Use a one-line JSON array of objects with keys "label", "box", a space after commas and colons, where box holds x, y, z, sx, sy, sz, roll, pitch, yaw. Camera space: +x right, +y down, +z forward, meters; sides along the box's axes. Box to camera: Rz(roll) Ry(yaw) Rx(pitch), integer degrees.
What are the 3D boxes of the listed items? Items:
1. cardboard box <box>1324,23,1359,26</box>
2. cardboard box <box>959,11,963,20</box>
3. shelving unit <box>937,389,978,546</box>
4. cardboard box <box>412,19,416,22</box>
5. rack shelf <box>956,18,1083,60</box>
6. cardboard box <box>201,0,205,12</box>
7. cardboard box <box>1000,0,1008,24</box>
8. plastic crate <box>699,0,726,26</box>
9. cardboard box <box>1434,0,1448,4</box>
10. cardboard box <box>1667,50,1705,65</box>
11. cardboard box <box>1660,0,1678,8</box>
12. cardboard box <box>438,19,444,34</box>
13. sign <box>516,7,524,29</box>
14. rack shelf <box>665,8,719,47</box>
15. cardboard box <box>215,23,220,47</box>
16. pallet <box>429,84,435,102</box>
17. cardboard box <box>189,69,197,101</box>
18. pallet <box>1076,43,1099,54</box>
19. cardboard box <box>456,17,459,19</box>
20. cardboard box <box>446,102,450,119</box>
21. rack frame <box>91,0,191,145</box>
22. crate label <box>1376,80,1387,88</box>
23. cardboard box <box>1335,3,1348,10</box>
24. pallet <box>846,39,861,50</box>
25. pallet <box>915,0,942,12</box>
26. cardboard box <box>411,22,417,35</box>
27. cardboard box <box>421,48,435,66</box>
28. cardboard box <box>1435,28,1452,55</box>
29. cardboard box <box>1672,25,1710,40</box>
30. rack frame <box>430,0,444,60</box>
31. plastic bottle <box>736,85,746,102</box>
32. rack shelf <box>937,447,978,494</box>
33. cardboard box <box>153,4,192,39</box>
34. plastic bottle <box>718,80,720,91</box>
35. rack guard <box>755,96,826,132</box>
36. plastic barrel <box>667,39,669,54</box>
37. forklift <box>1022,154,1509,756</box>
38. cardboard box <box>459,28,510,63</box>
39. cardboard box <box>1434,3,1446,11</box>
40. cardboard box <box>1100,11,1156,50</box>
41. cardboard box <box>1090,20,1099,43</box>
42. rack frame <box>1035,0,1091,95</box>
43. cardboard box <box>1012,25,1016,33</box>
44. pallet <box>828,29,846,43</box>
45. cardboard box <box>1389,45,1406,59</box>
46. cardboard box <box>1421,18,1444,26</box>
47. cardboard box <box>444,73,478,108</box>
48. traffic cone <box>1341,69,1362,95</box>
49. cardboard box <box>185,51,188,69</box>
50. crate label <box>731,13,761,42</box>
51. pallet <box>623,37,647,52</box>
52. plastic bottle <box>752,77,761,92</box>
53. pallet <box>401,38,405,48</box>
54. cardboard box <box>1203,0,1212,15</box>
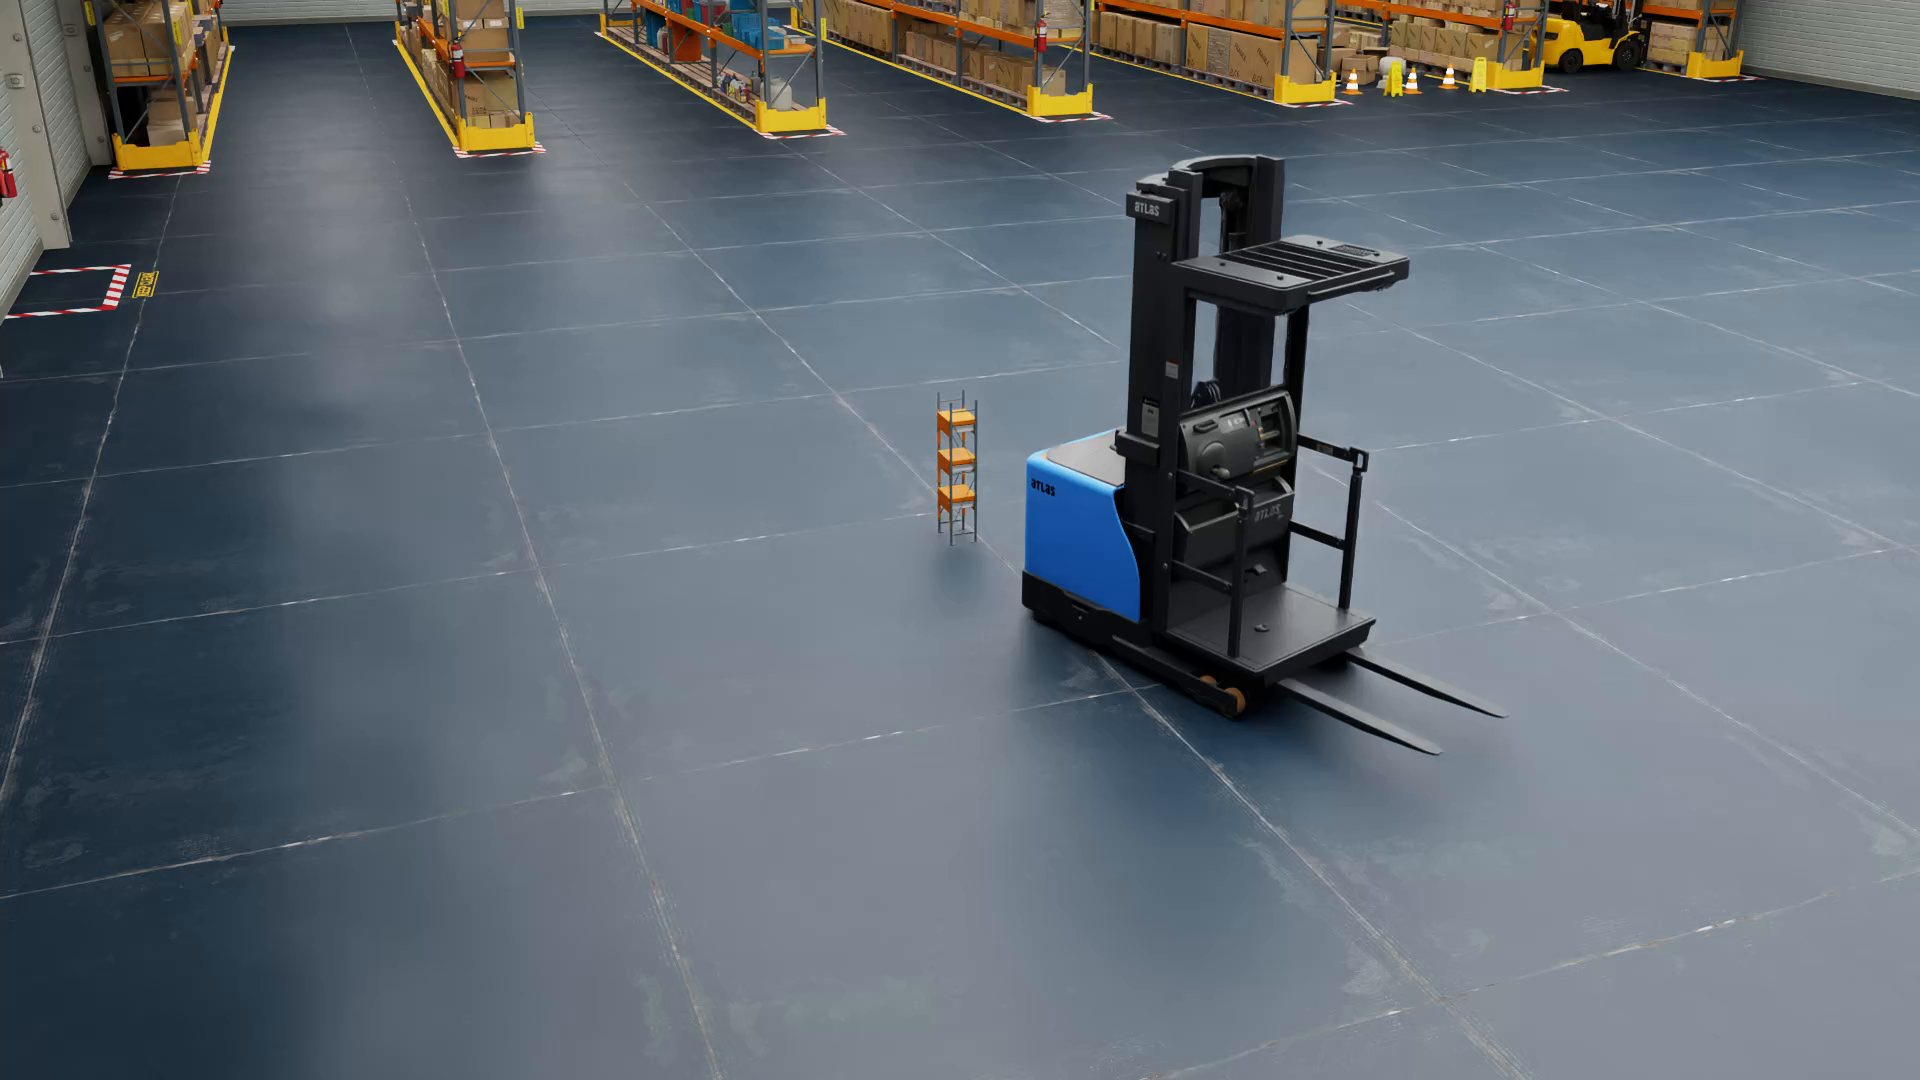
[{"label": "cardboard box", "box": [8.727, -11.836, 38.812, 0.950, 0.372, 0.625, -9, 24, -20]}, {"label": "cardboard box", "box": [0.205, -10.279, 32.599, 0.380, 0.149, 0.250, -8, 24, -19]}, {"label": "shelving unit", "box": [-0.019, -0.503, 11.592, 0.215, 1.050, 0.252, -8, 24, -19]}, {"label": "cardboard box", "box": [-12.353, -11.797, 38.525, 0.797, 0.503, 0.637, -8, 24, -19]}, {"label": "rack shelf", "box": [1.117, -9.456, 31.249, 1.077, 0.370, 4.000, -8, 24, -19]}, {"label": "cardboard box", "box": [-15.013, -10.524, 32.319, 0.500, 0.500, 0.500, -8, 24, -17]}, {"label": "cardboard box", "box": [1.230, -9.800, 30.628, 0.875, 0.500, 0.500, -8, 24, -19]}, {"label": "plastic crate", "box": [-4.681, -9.998, 31.526, 0.402, 0.464, 0.583, -8, 24, -19]}, {"label": "cardboard box", "box": [10.137, -11.314, 34.220, 0.500, 0.500, 0.500, -8, 24, -18]}, {"label": "cardboard box", "box": [15.275, -10.156, 34.984, 0.500, 0.250, 0.500, -8, 24, -19]}, {"label": "cardboard box", "box": [15.143, -11.481, 34.999, 0.500, 0.500, 0.500, -8, 24, -17]}, {"label": "cardboard box", "box": [-9.341, -9.388, 30.336, 0.396, 0.266, 0.258, -9, 24, -20]}, {"label": "sign", "box": [-6.924, -8.212, 26.155, 0.100, 0.325, 0.005, -8, 24, -19]}, {"label": "rack shelf", "box": [-4.930, -10.229, 33.085, 1.077, 0.370, 4.000, -8, 24, -19]}, {"label": "cardboard box", "box": [-17.213, -11.454, 37.742, 0.700, 0.500, 0.500, -8, 24, -19]}, {"label": "pallet", "box": [-9.590, -8.577, 31.829, 1.003, 0.211, 1.213, -8, 24, -19]}, {"label": "cardboard box", "box": [-14.139, -8.163, 29.907, 0.700, 0.500, 0.500, -8, 24, -18]}, {"label": "pallet", "box": [3.398, -11.610, 39.025, 1.003, 0.211, 1.213, -8, 24, -19]}, {"label": "cardboard box", "box": [-7.853, -8.255, 26.510, 0.380, 0.149, 0.250, -8, 24, -18]}, {"label": "cardboard box", "box": [-8.453, -7.327, 28.271, 0.500, 0.250, 0.500, -8, 24, -19]}, {"label": "rack frame", "box": [-12.079, -7.022, 24.547, 1.000, 3.000, 0.127, -8, 24, -19]}, {"label": "crate label", "box": [8.482, -9.082, 33.121, 0.298, 0.136, 0.250, 18, 29, 36]}, {"label": "cardboard box", "box": [10.844, -15.029, 46.224, 0.700, 0.500, 0.500, -9, 25, -21]}, {"label": "pallet", "box": [-2.073, -11.866, 39.631, 1.003, 0.211, 1.213, -8, 24, -19]}, {"label": "pallet", "box": [-0.265, -11.165, 34.625, 1.003, 0.211, 1.213, -8, 24, -19]}, {"label": "cardboard box", "box": [-11.389, -10.887, 35.404, 0.500, 0.250, 0.500, -8, 24, -19]}, {"label": "cardboard box", "box": [-10.361, -9.564, 32.856, 0.500, 0.311, 0.500, -7, 24, -17]}, {"label": "cardboard box", "box": [10.208, -10.321, 34.409, 0.500, 0.500, 0.500, -9, 24, -20]}, {"label": "cardboard box", "box": [15.282, -10.614, 34.783, 0.500, 0.250, 0.500, -8, 24, -17]}, {"label": "rack frame", "box": [-8.859, -9.156, 29.611, 1.000, 3.000, 0.127, -8, 24, -19]}, {"label": "plastic bottle", "box": [-3.933, -8.031, 29.883, 0.152, 0.276, 0.135, -8, 24, -19]}, {"label": "rack shelf", "box": [-0.019, -0.493, 11.596, 0.215, 0.259, 0.240, -8, 24, -19]}, {"label": "cardboard box", "box": [-12.854, -8.451, 27.140, 0.500, 0.500, 0.500, -8, 24, -19]}, {"label": "plastic bottle", "box": [-4.485, -8.535, 31.174, 0.097, 0.201, 0.097, 0, 23, 0]}, {"label": "rack guard", "box": [-2.881, -7.250, 28.308, 1.175, 0.500, 0.348, -8, 24, -19]}, {"label": "plastic barrel", "box": [-6.108, -10.703, 35.944, 0.421, 0.512, 0.421, 0, 23, 0]}, {"label": "forklift", "box": [1.728, -0.572, 9.333, 1.130, 2.935, 3.031, -18, 29, -37]}, {"label": "cardboard box", "box": [-7.599, -7.920, 26.550, 0.700, 0.500, 0.500, -8, 24, -19]}, {"label": "cardboard box", "box": [10.051, -11.046, 34.418, 0.380, 0.149, 0.250, -8, 24, -19]}, {"label": "cardboard box", "box": [3.804, -11.534, 37.610, 1.050, 0.750, 0.750, -9, 24, -20]}, {"label": "cardboard box", "box": [3.196, -11.856, 38.695, 0.500, 0.500, 0.500, -8, 24, -19]}, {"label": "rack frame", "box": [1.823, -9.060, 29.385, 1.000, 3.000, 0.127, -8, 24, -19]}, {"label": "cardboard box", "box": [1.182, -9.384, 30.476, 0.380, 0.149, 0.250, -8, 24, -19]}, {"label": "pallet", "box": [-2.611, -12.423, 40.952, 1.003, 0.211, 1.213, -8, 24, -19]}, {"label": "cardboard box", "box": [9.637, -10.549, 35.915, 0.500, 0.250, 0.500, -10, 25, -21]}, {"label": "cardboard box", "box": [9.906, -10.856, 34.842, 0.380, 0.149, 0.250, -7, 24, -16]}, {"label": "cardboard box", "box": [-8.280, -7.490, 27.693, 0.500, 0.500, 0.500, -8, 24, -19]}, {"label": "traffic cone", "box": [7.640, -8.923, 32.325, 0.336, 0.463, 0.334, -8, 24, -19]}, {"label": "cardboard box", "box": [-12.151, -7.369, 25.540, 0.500, 0.250, 0.500, -9, 25, -21]}, {"label": "crate label", "box": [-3.714, -9.029, 29.264, 0.502, 0.435, 0.616, -8, 24, -19]}, {"label": "pallet", "box": [-7.346, -11.718, 39.280, 1.003, 0.211, 1.213, -8, 24, -19]}, {"label": "plastic bottle", "box": [-3.788, -8.488, 30.968, 0.152, 0.276, 0.135, -8, 24, -19]}, {"label": "pallet", "box": [-12.788, -11.914, 39.746, 1.003, 0.211, 1.213, -8, 24, -19]}, {"label": "cardboard box", "box": [5.443, -10.898, 33.550, 0.875, 0.550, 0.550, -8, 24, -19]}]
